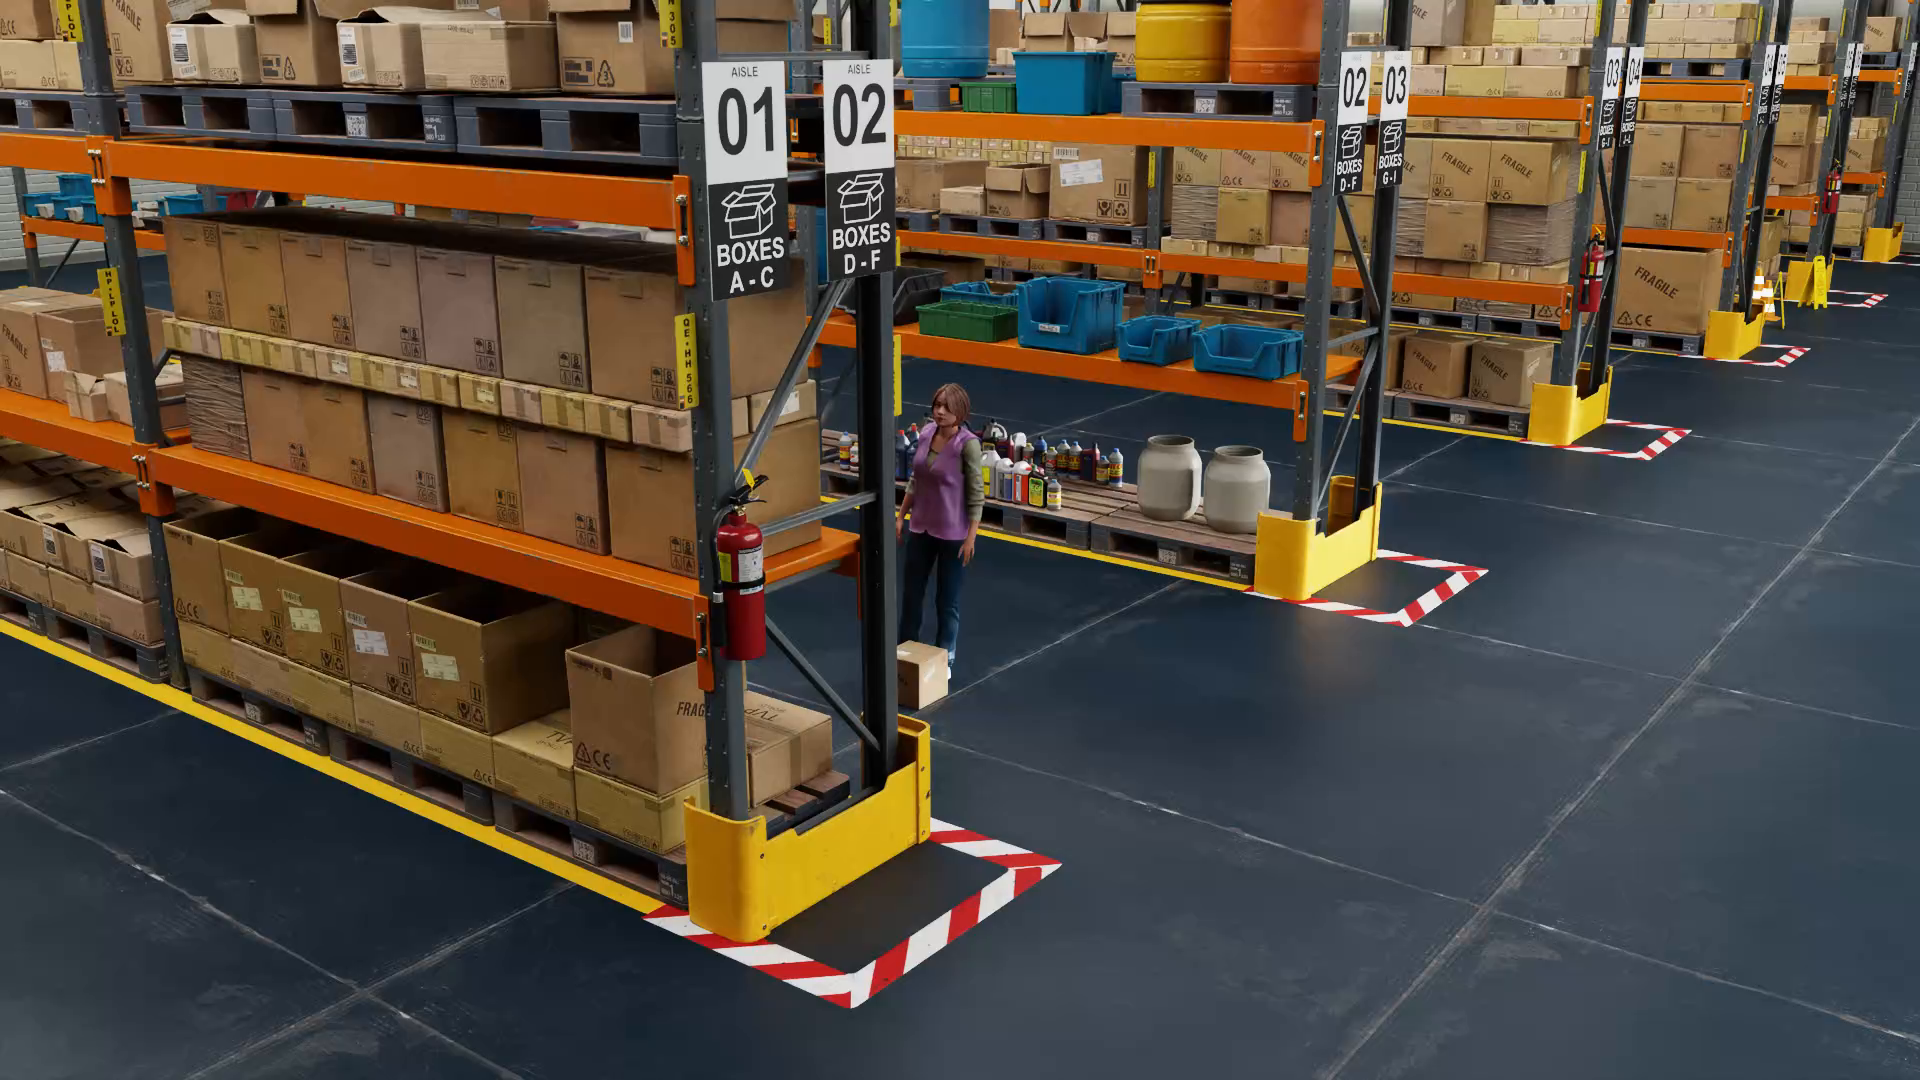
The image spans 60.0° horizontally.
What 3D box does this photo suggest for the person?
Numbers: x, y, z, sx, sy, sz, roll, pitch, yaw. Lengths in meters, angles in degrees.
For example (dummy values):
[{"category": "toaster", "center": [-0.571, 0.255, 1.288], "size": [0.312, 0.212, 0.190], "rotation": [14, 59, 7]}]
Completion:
[{"category": "person", "center": [-0.154, -0.007, 8.549], "size": [0.521, 1.599, 0.472], "rotation": [12, 21, 35]}]
